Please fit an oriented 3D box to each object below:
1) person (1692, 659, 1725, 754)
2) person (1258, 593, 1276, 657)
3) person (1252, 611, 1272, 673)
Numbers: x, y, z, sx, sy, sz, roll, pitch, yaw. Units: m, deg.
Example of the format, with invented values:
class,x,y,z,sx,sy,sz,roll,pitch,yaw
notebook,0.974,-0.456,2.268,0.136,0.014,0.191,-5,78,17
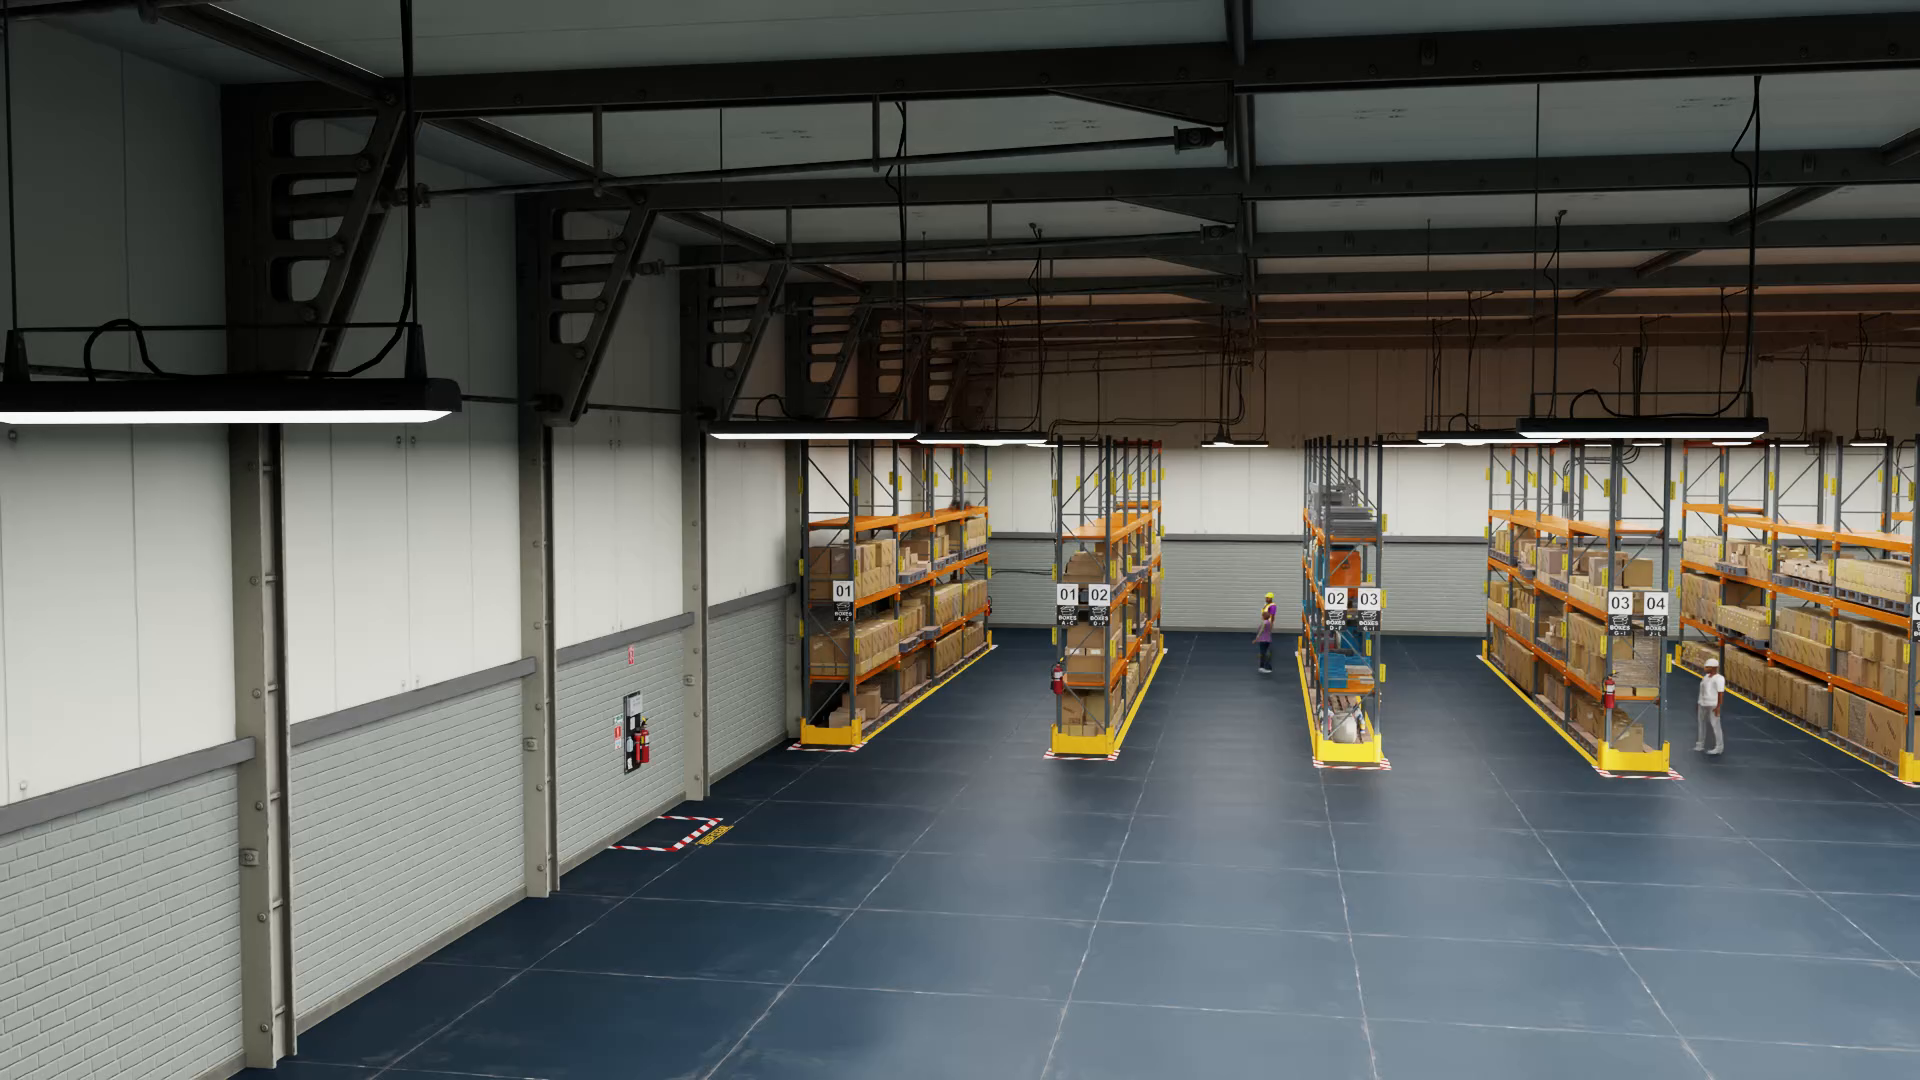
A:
class,x,y,z,sx,sy,sz,roll,pitch,yaw
person,14.180,3.129,31.511,0.482,1.764,0.629,-1,3,-26
person,8.528,2.344,46.175,0.481,1.765,0.600,0,3,5
person,7.770,2.621,42.739,0.499,1.598,0.725,-2,4,-33
